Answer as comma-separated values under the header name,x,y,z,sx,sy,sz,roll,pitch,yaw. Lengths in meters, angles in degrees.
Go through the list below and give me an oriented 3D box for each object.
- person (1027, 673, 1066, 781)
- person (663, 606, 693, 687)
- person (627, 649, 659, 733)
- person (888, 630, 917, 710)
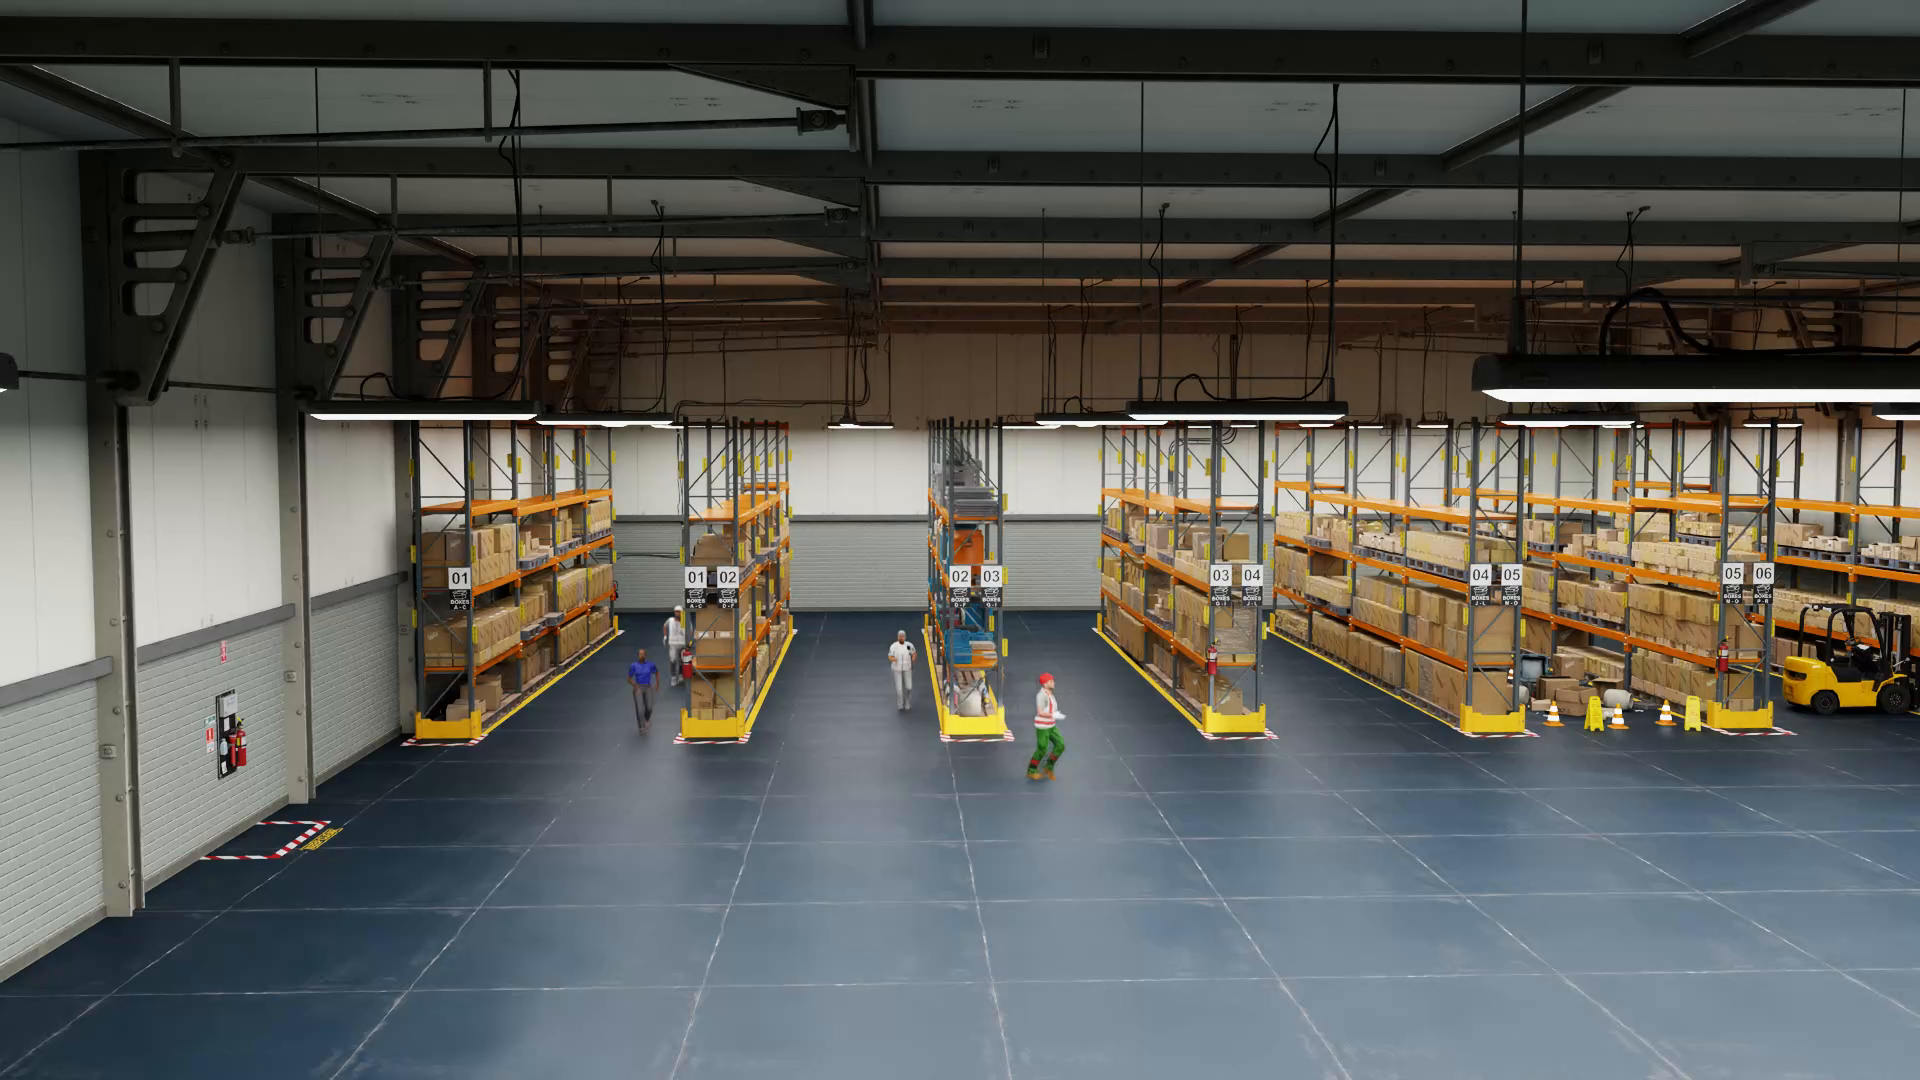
name,x,y,z,sx,sy,sz,roll,pitch,yaw
person,1.425,3.070,27.142,0.717,1.802,0.639,2,4,24
person,-6.358,2.390,37.474,0.656,1.824,0.744,-1,4,-10
person,-5.985,2.864,31.475,0.618,1.597,0.579,-1,4,-17
person,-1.172,2.681,34.069,0.589,1.652,0.589,0,4,-4
